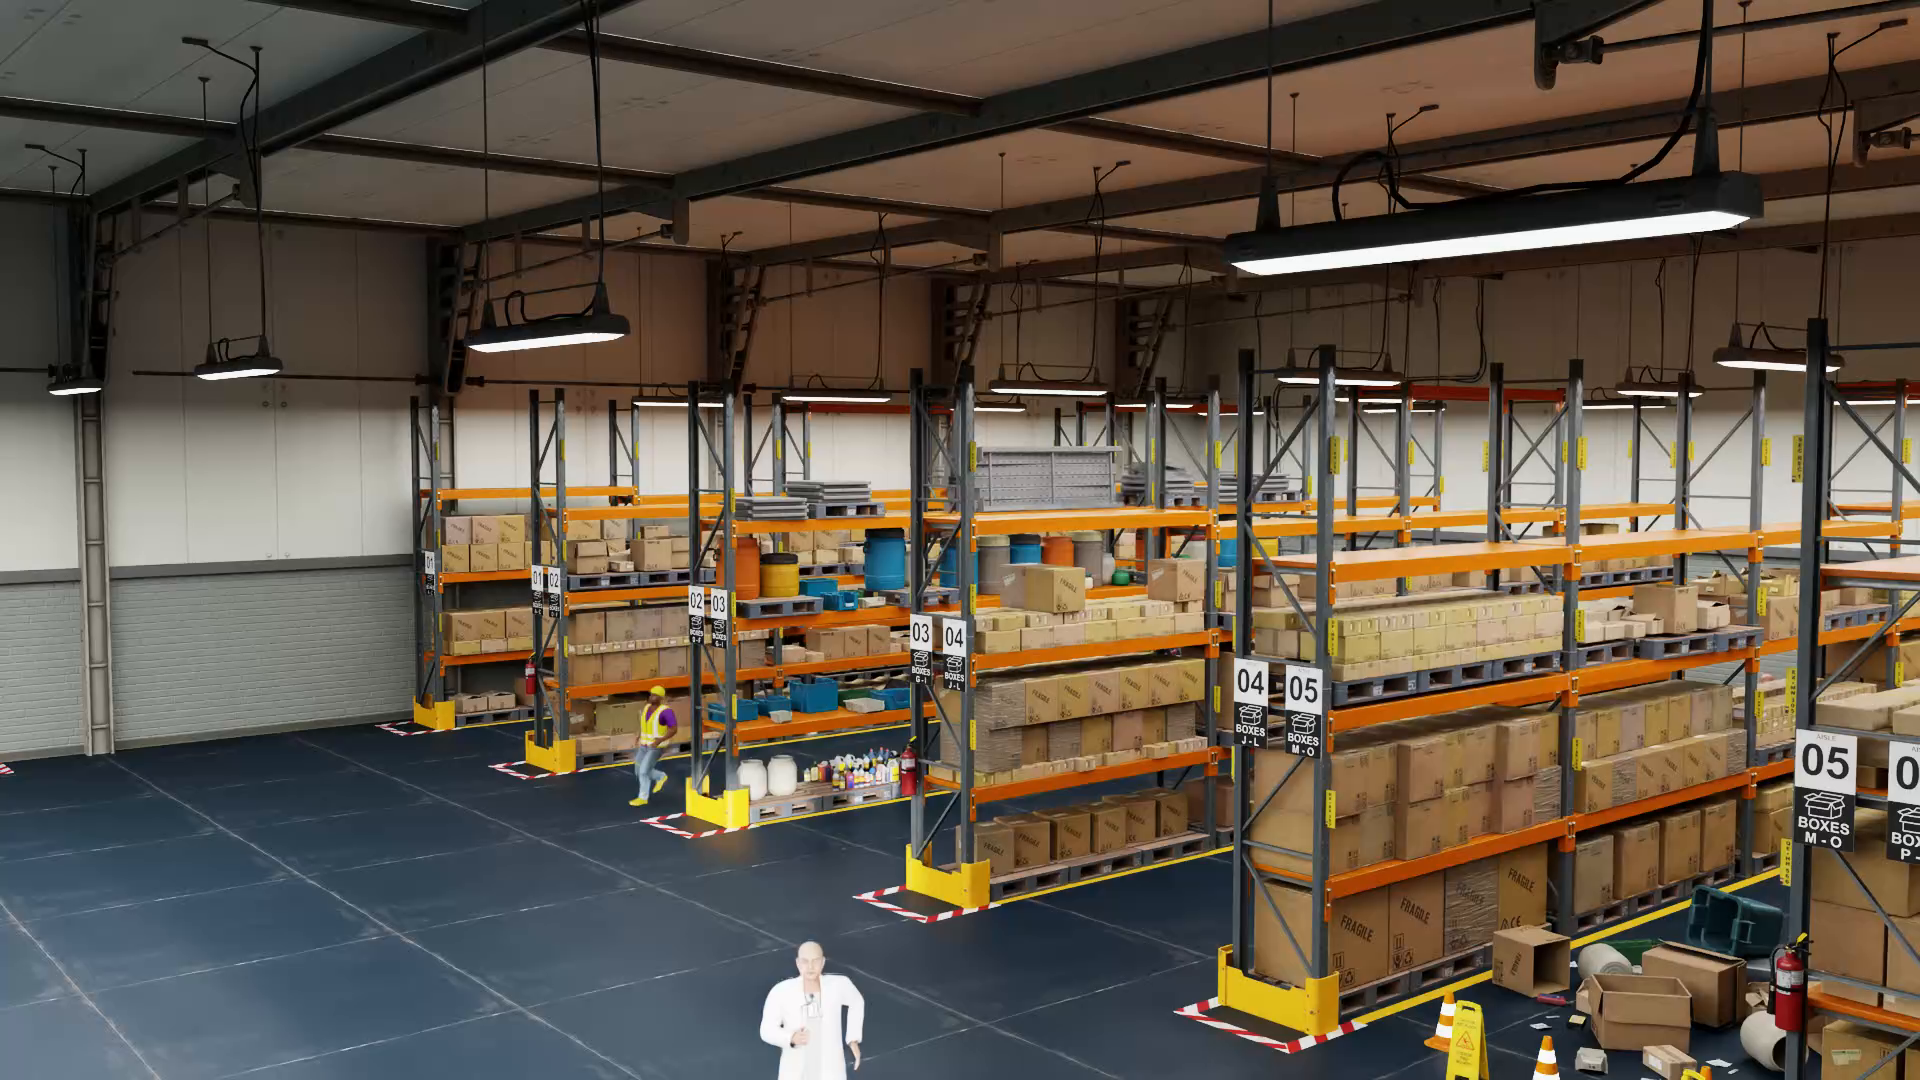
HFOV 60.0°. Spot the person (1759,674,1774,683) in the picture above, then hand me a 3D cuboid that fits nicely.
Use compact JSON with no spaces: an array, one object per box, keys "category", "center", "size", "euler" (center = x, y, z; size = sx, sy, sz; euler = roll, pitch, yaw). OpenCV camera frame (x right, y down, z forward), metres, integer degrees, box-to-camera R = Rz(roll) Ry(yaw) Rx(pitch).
[{"category":"person","center":[12.144,2.850,24.995],"size":[0.699,1.679,0.683],"euler":[-2,4,-28]}]

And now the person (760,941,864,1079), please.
[{"category":"person","center":[-0.992,3.610,11.191],"size":[0.677,1.846,0.866],"euler":[0,3,-1]}]

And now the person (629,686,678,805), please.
[{"category":"person","center":[-4.361,2.925,23.780],"size":[0.729,1.700,0.671],"euler":[2,4,35]}]
